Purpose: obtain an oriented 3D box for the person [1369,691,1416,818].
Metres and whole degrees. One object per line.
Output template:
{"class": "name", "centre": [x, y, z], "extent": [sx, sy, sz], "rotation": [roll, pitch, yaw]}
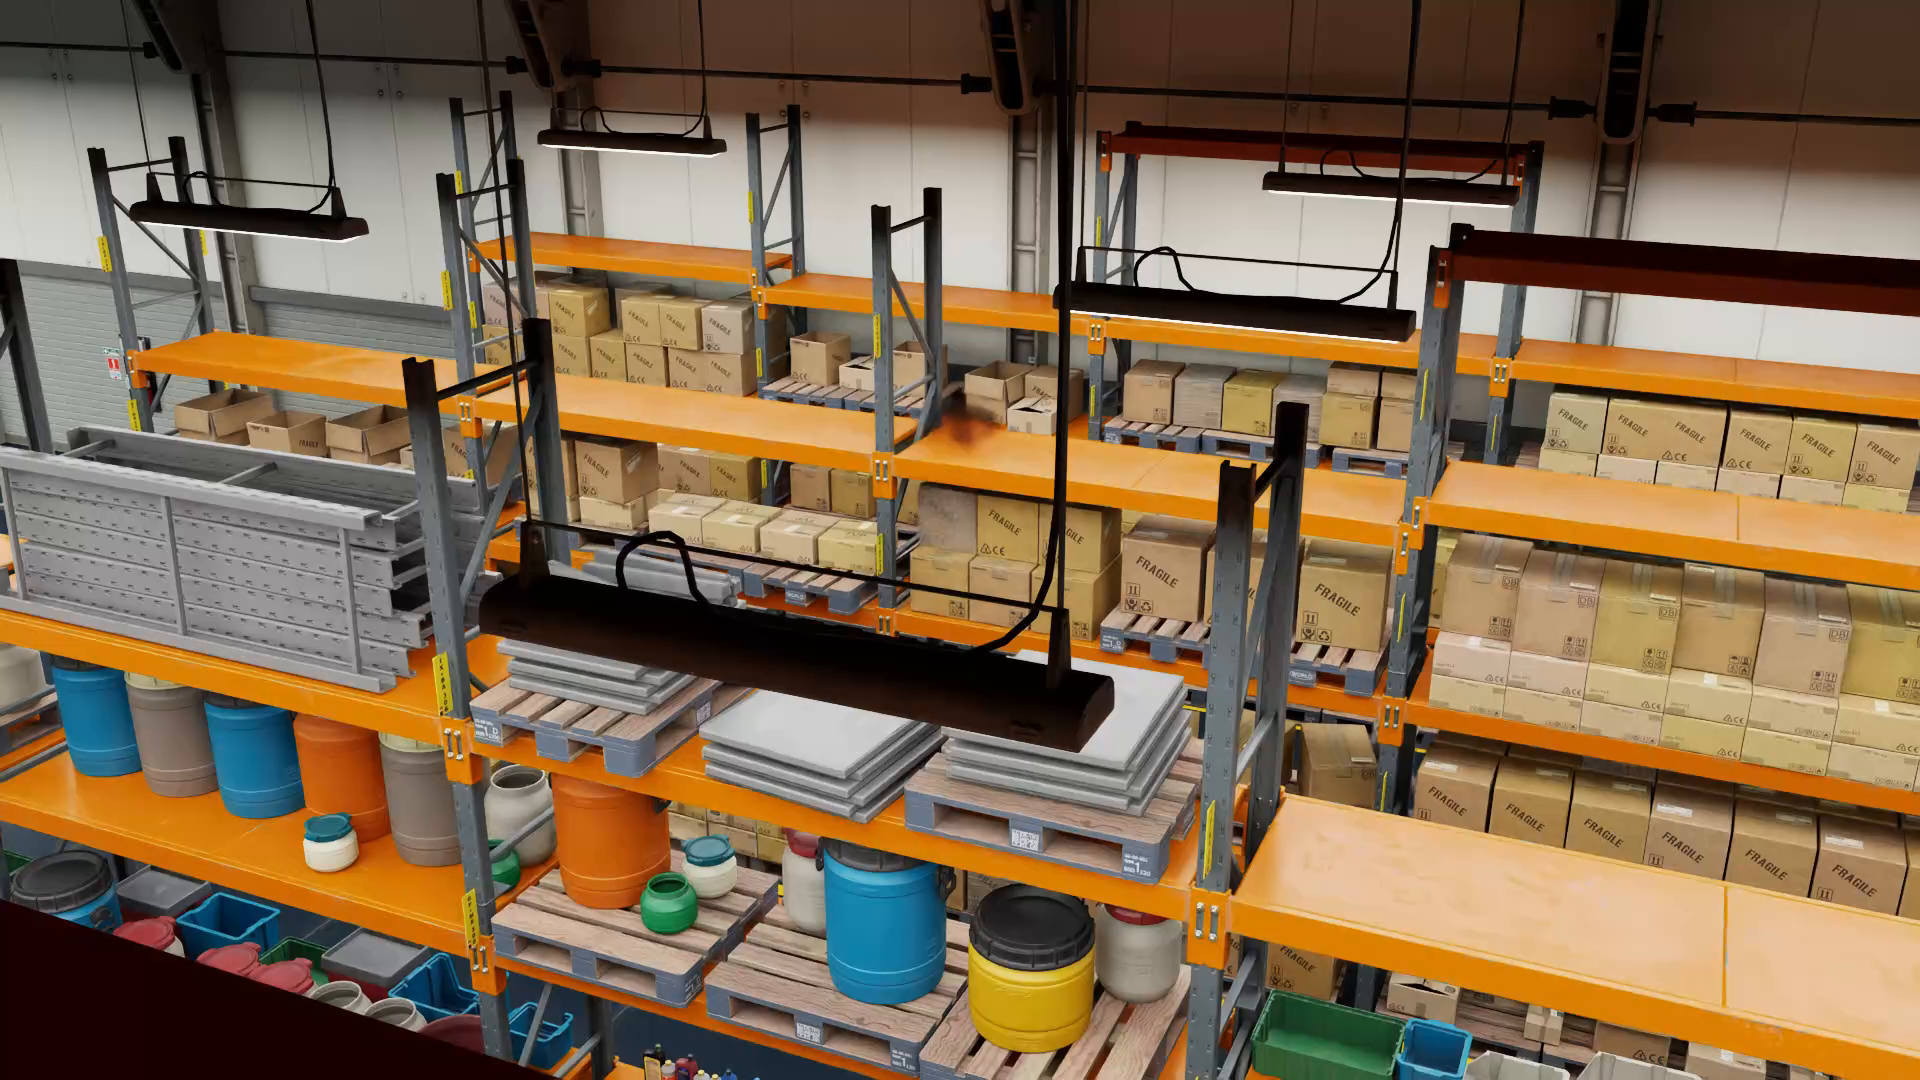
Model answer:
{"class": "person", "centre": [3.998, 1.731, 15.497], "extent": [0.995, 1.742, 0.719], "rotation": [8, 22, 20]}
